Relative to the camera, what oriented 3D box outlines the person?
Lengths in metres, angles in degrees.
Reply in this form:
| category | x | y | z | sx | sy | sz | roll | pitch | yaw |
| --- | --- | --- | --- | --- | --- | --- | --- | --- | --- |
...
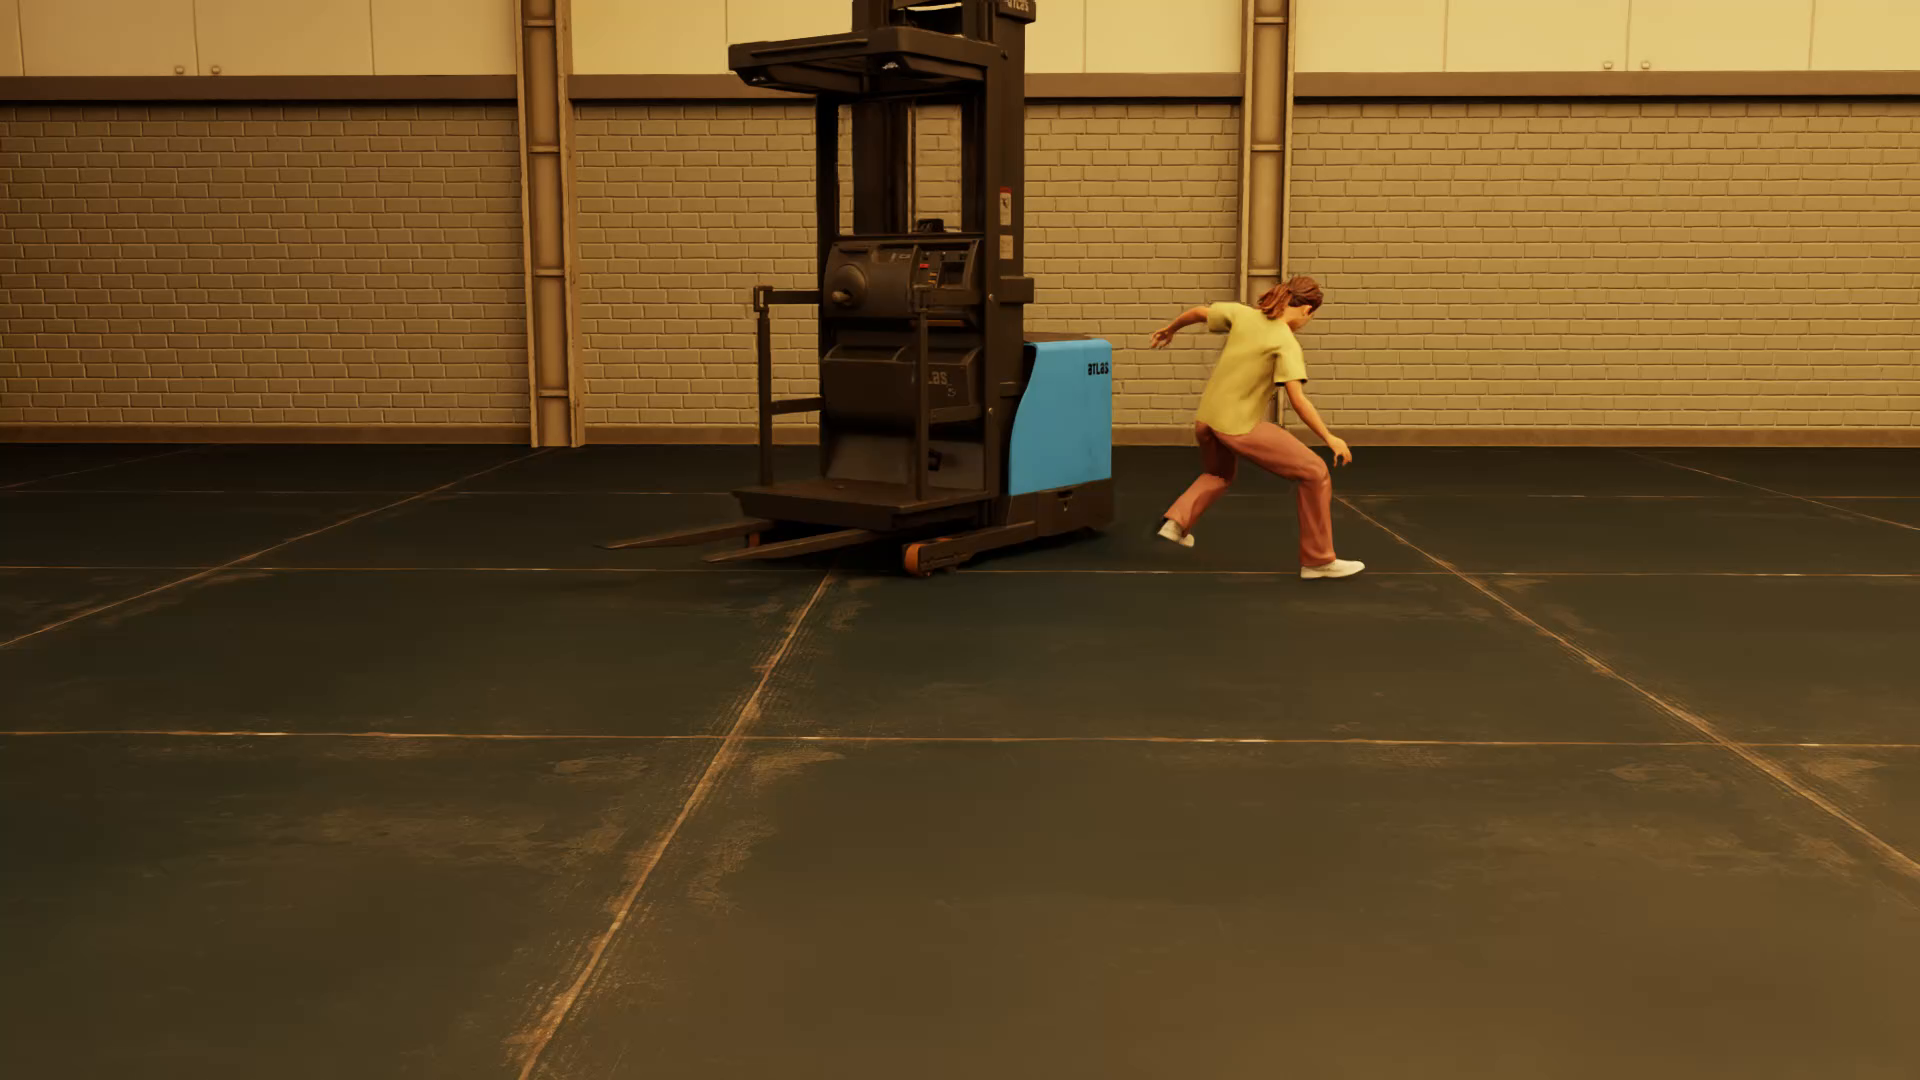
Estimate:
| category | x | y | z | sx | sy | sz | roll | pitch | yaw |
| --- | --- | --- | --- | --- | --- | --- | --- | --- | --- |
| person | 1.335 | -0.543 | 7.895 | 0.704 | 1.406 | 1.067 | -5 | 10 | -28 |

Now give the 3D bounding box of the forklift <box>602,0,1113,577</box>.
| category | x | y | z | sx | sy | sz | roll | pitch | yaw |
| --- | --- | --- | --- | --- | --- | --- | --- | --- | --- |
| forklift | -0.423 | -1.354 | 8.160 | 1.130 | 2.935 | 3.031 | 6 | 11 | 36 |
